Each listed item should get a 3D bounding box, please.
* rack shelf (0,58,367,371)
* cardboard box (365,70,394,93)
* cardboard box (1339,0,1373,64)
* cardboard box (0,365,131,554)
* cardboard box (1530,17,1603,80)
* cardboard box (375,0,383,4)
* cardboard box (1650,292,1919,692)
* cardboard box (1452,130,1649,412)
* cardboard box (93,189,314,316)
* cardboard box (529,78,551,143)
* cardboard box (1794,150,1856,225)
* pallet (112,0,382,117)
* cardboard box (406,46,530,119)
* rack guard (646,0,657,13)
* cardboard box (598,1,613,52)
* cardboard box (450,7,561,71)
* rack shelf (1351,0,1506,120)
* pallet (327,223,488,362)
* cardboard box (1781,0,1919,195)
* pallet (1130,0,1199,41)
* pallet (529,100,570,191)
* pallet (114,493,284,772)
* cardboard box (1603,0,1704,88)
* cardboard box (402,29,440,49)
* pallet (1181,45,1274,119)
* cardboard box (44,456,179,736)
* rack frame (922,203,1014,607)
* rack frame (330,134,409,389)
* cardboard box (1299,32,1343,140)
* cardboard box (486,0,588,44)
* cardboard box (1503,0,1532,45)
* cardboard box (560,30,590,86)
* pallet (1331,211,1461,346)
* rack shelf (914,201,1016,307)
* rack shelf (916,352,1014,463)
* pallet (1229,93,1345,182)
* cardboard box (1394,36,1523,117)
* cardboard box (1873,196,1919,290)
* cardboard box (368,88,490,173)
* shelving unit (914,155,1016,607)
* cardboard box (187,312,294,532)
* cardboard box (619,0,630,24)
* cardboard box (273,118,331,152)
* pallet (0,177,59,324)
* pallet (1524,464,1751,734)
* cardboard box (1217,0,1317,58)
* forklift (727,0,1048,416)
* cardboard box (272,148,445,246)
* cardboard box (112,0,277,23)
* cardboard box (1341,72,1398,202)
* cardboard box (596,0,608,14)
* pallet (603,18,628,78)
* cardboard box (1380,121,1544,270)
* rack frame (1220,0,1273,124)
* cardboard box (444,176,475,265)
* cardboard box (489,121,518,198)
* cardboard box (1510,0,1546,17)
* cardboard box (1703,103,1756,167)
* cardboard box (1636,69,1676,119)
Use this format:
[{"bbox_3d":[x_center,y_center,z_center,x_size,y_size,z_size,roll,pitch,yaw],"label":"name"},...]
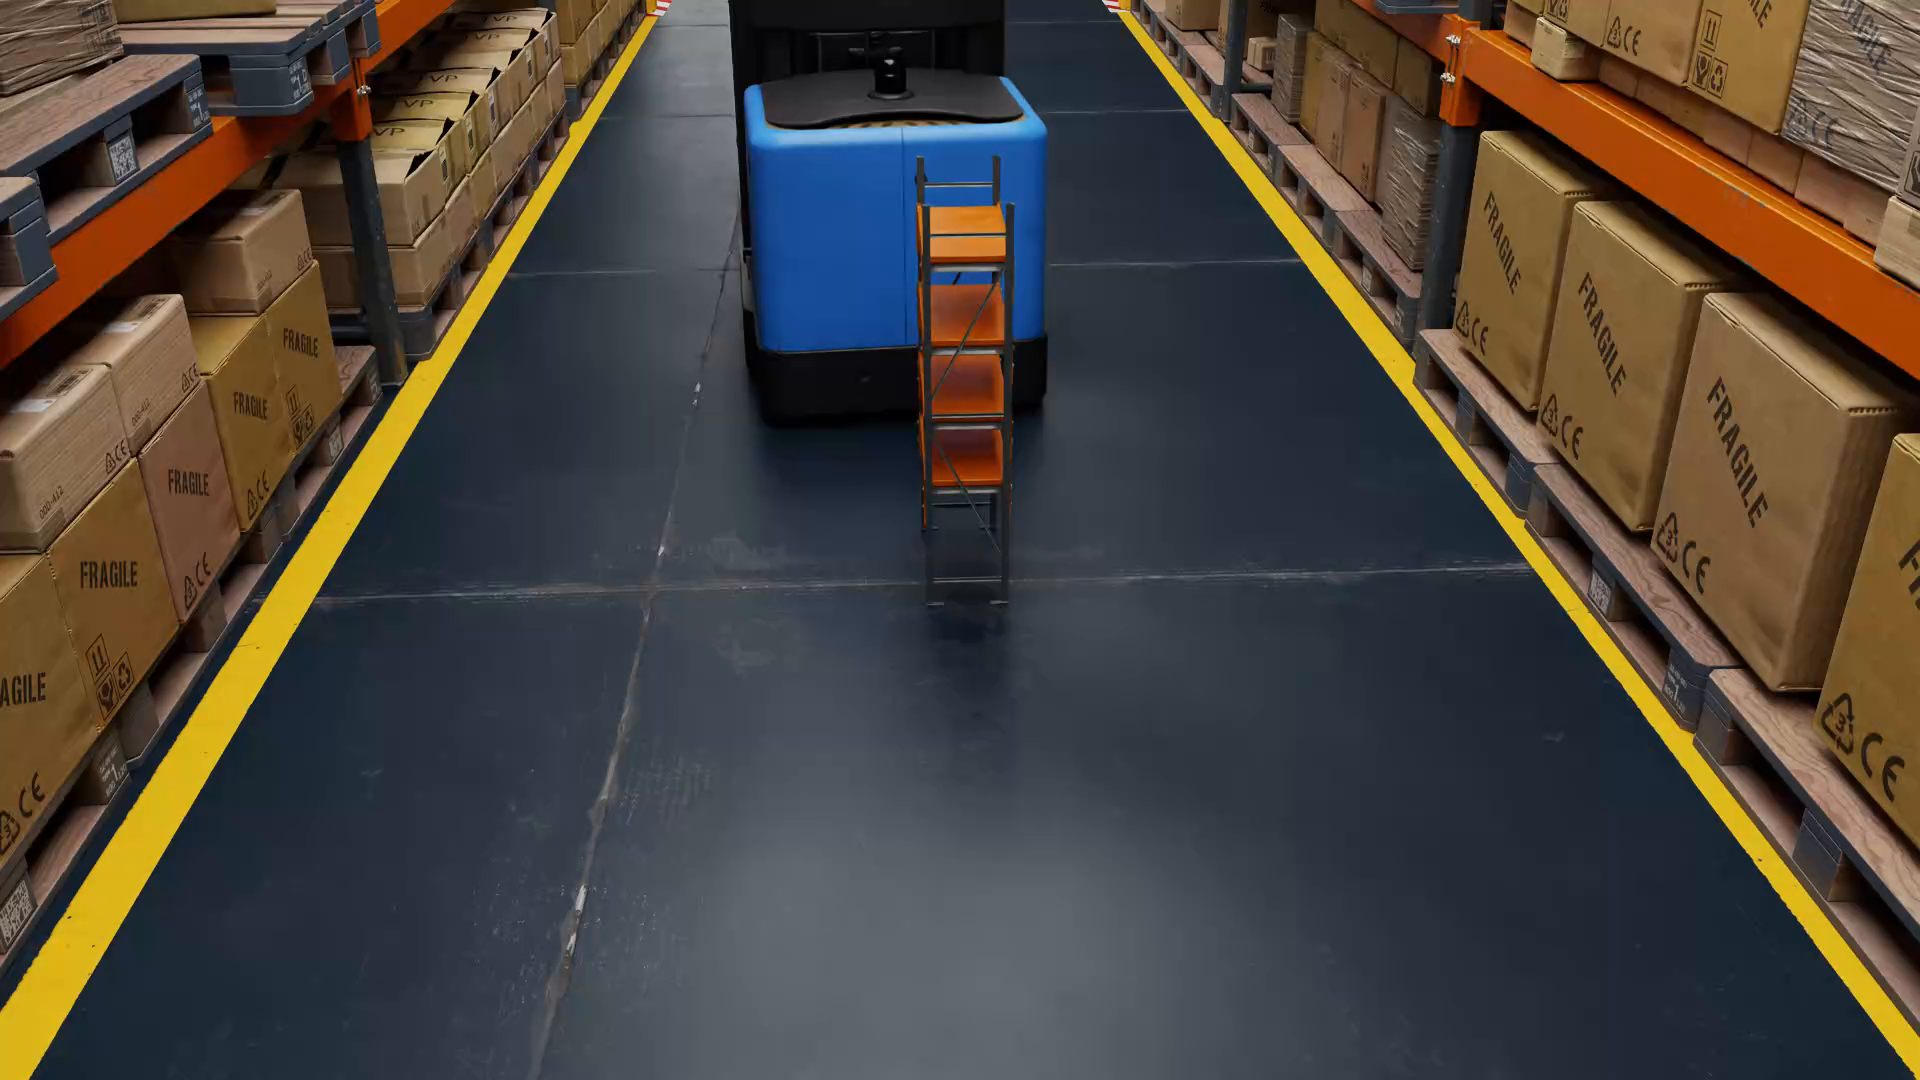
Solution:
[{"bbox_3d":[-2.534,-0.682,4.093,1.077,0.370,4.000,-1,28,-3],"label":"rack shelf"},{"bbox_3d":[-2.993,-2.081,7.909,0.500,0.311,0.500,-1,28,-1],"label":"cardboard box"},{"bbox_3d":[2.212,-2.530,8.273,0.500,0.250,0.500,-2,28,-4],"label":"cardboard box"},{"bbox_3d":[-2.264,-0.188,3.783,0.500,0.250,0.500,-1,28,-3],"label":"cardboard box"},{"bbox_3d":[2.028,-1.545,5.218,0.380,0.149,0.250,-1,28,-1],"label":"cardboard box"},{"bbox_3d":[-2.492,-2.303,6.519,0.500,0.311,0.500,-2,28,-3],"label":"cardboard box"},{"bbox_3d":[2.304,-0.140,4.144,0.750,0.750,0.750,-1,28,-1],"label":"cardboard box"},{"bbox_3d":[2.215,-0.937,5.672,0.750,0.750,0.750,-2,28,-3],"label":"cardboard box"},{"bbox_3d":[-2.348,-0.892,5.133,0.500,0.250,0.500,0,28,-1],"label":"cardboard box"},{"bbox_3d":[-2.512,-2.321,8.976,0.500,0.250,0.500,-2,28,-3],"label":"cardboard box"},{"bbox_3d":[2.194,-0.834,3.855,0.380,0.149,0.250,-2,28,-4],"label":"cardboard box"},{"bbox_3d":[-2.533,-1.529,5.144,1.213,0.211,1.003,-1,28,-3],"label":"pallet"},{"bbox_3d":[-2.483,-2.337,8.400,0.500,0.311,0.500,-1,28,-3],"label":"cardboard box"},{"bbox_3d":[-3.058,-4.522,13.380,1.175,0.500,0.348,-1,28,-3],"label":"rack guard"},{"bbox_3d":[-2.611,-3.423,11.088,0.500,0.250,0.500,-1,28,-3],"label":"cardboard box"},{"bbox_3d":[-2.540,-2.808,9.303,0.500,0.311,0.500,-1,28,-3],"label":"cardboard box"},{"bbox_3d":[2.204,-2.651,7.867,1.077,0.370,4.000,-1,28,-3],"label":"rack shelf"},{"bbox_3d":[-2.643,-1.070,7.073,1.003,0.211,1.213,-1,28,-3],"label":"pallet"},{"bbox_3d":[2.187,-1.059,3.585,0.500,0.500,0.500,-1,28,-3],"label":"cardboard box"},{"bbox_3d":[1.901,-4.093,12.870,1.003,0.211,1.213,-1,28,-3],"label":"pallet"},{"bbox_3d":[-2.770,-2.197,9.233,1.003,0.211,1.213,-1,28,-3],"label":"pallet"},{"bbox_3d":[-2.577,0.219,4.601,1.003,0.211,1.213,-1,28,-3],"label":"pallet"},{"bbox_3d":[2.121,-1.530,4.488,0.500,0.500,0.500,-2,28,-3],"label":"cardboard box"},{"bbox_3d":[-3.054,-2.560,8.827,0.500,0.311,0.500,-2,28,-3],"label":"cardboard box"},{"bbox_3d":[2.029,-2.966,10.709,1.003,0.211,1.213,-1,28,-3],"label":"pallet"},{"bbox_3d":[-2.269,0.129,3.986,0.500,0.500,0.500,-1,28,-2],"label":"cardboard box"},{"bbox_3d":[0.021,-0.343,4.610,0.240,1.200,0.015,-1,28,-3],"label":"rack frame"},{"bbox_3d":[-2.639,-1.925,5.697,1.000,3.000,0.127,-1,28,-3],"label":"rack frame"},{"bbox_3d":[2.231,-2.403,8.842,0.700,0.500,0.500,-2,28,-4],"label":"cardboard box"},{"bbox_3d":[-2.559,-3.293,10.029,0.500,0.500,0.500,-1,28,-3],"label":"cardboard box"},{"bbox_3d":[2.094,-1.786,5.681,0.380,0.149,0.250,-2,28,-3],"label":"cardboard box"},{"bbox_3d":[-2.569,-2.961,10.202,0.500,0.250,0.500,-1,28,-3],"label":"cardboard box"},{"bbox_3d":[2.269,-1.171,7.267,1.003,0.211,1.213,-1,28,-3],"label":"pallet"},{"bbox_3d":[0.009,-0.804,4.644,0.258,0.148,0.480,-1,28,-3],"label":"rack shelf"},{"bbox_3d":[0.009,-0.396,4.857,0.258,0.148,0.480,-1,28,-3],"label":"rack shelf"},{"bbox_3d":[2.141,-2.298,9.427,1.003,0.211,1.213,-1,28,-3],"label":"pallet"},{"bbox_3d":[2.251,-2.061,7.375,0.500,0.250,0.500,-1,28,-2],"label":"cardboard box"},{"bbox_3d":[2.139,-0.603,3.413,0.380,0.149,0.250,-1,28,-3],"label":"cardboard box"},{"bbox_3d":[-2.433,-1.868,7.500,0.500,0.311,0.500,-2,28,-4],"label":"cardboard box"},{"bbox_3d":[0.009,-0.456,4.826,0.258,1.200,0.503,-1,28,-3],"label":"shelving unit"},{"bbox_3d":[-2.329,-0.346,4.898,0.500,0.500,0.500,-2,28,-5],"label":"cardboard box"},{"bbox_3d":[-2.667,-3.884,11.973,0.500,0.250,0.500,-1,28,-3],"label":"cardboard box"},{"bbox_3d":[-2.946,-1.616,7.018,0.500,0.311,0.500,-2,28,-3],"label":"cardboard box"},{"bbox_3d":[-2.363,-0.364,2.912,1.003,0.211,1.213,-1,28,-3],"label":"pallet"},{"bbox_3d":[2.335,0.118,4.795,1.003,0.211,1.213,-1,28,-3],"label":"pallet"},{"bbox_3d":[2.005,-3.459,10.865,0.500,0.500,0.500,-3,28,-7],"label":"cardboard box"},{"bbox_3d":[-0.402,-2.400,6.683,1.130,2.935,3.031,-4,28,-7],"label":"forklift"},{"bbox_3d":[-2.373,-1.390,6.583,0.500,0.311,0.500,0,28,-1],"label":"cardboard box"},{"bbox_3d":[-2.493,-1.867,5.024,0.700,0.500,0.500,-11,29,-20],"label":"cardboard box"},{"bbox_3d":[2.253,-1.934,7.941,0.700,0.500,0.500,-2,28,-3],"label":"cardboard box"},{"bbox_3d":[-2.611,-3.755,10.915,0.500,0.500,0.500,-1,28,-3],"label":"cardboard box"},{"bbox_3d":[-2.914,-3.469,11.673,1.003,0.211,1.213,-1,28,-3],"label":"pallet"},{"bbox_3d":[2.218,-1.464,7.041,0.700,0.500,0.500,-1,28,-2],"label":"cardboard box"},{"bbox_3d":[2.099,-3.893,9.471,1.000,3.000,0.127,-1,28,-3],"label":"rack frame"},{"bbox_3d":[-2.400,-1.373,7.158,0.500,0.250,0.500,-2,28,-4],"label":"cardboard box"},{"bbox_3d":[-2.459,-1.850,8.072,0.500,0.250,0.500,-1,28,-2],"label":"cardboard box"},{"bbox_3d":[2.078,-2.001,5.391,0.500,0.500,0.500,-1,28,-1],"label":"cardboard box"},{"bbox_3d":[2.185,-1.078,4.323,0.380,0.149,0.250,-1,28,-2],"label":"cardboard box"},{"bbox_3d":[2.186,-1.312,4.772,0.380,0.149,0.250,-1,28,-2],"label":"cardboard box"}]
